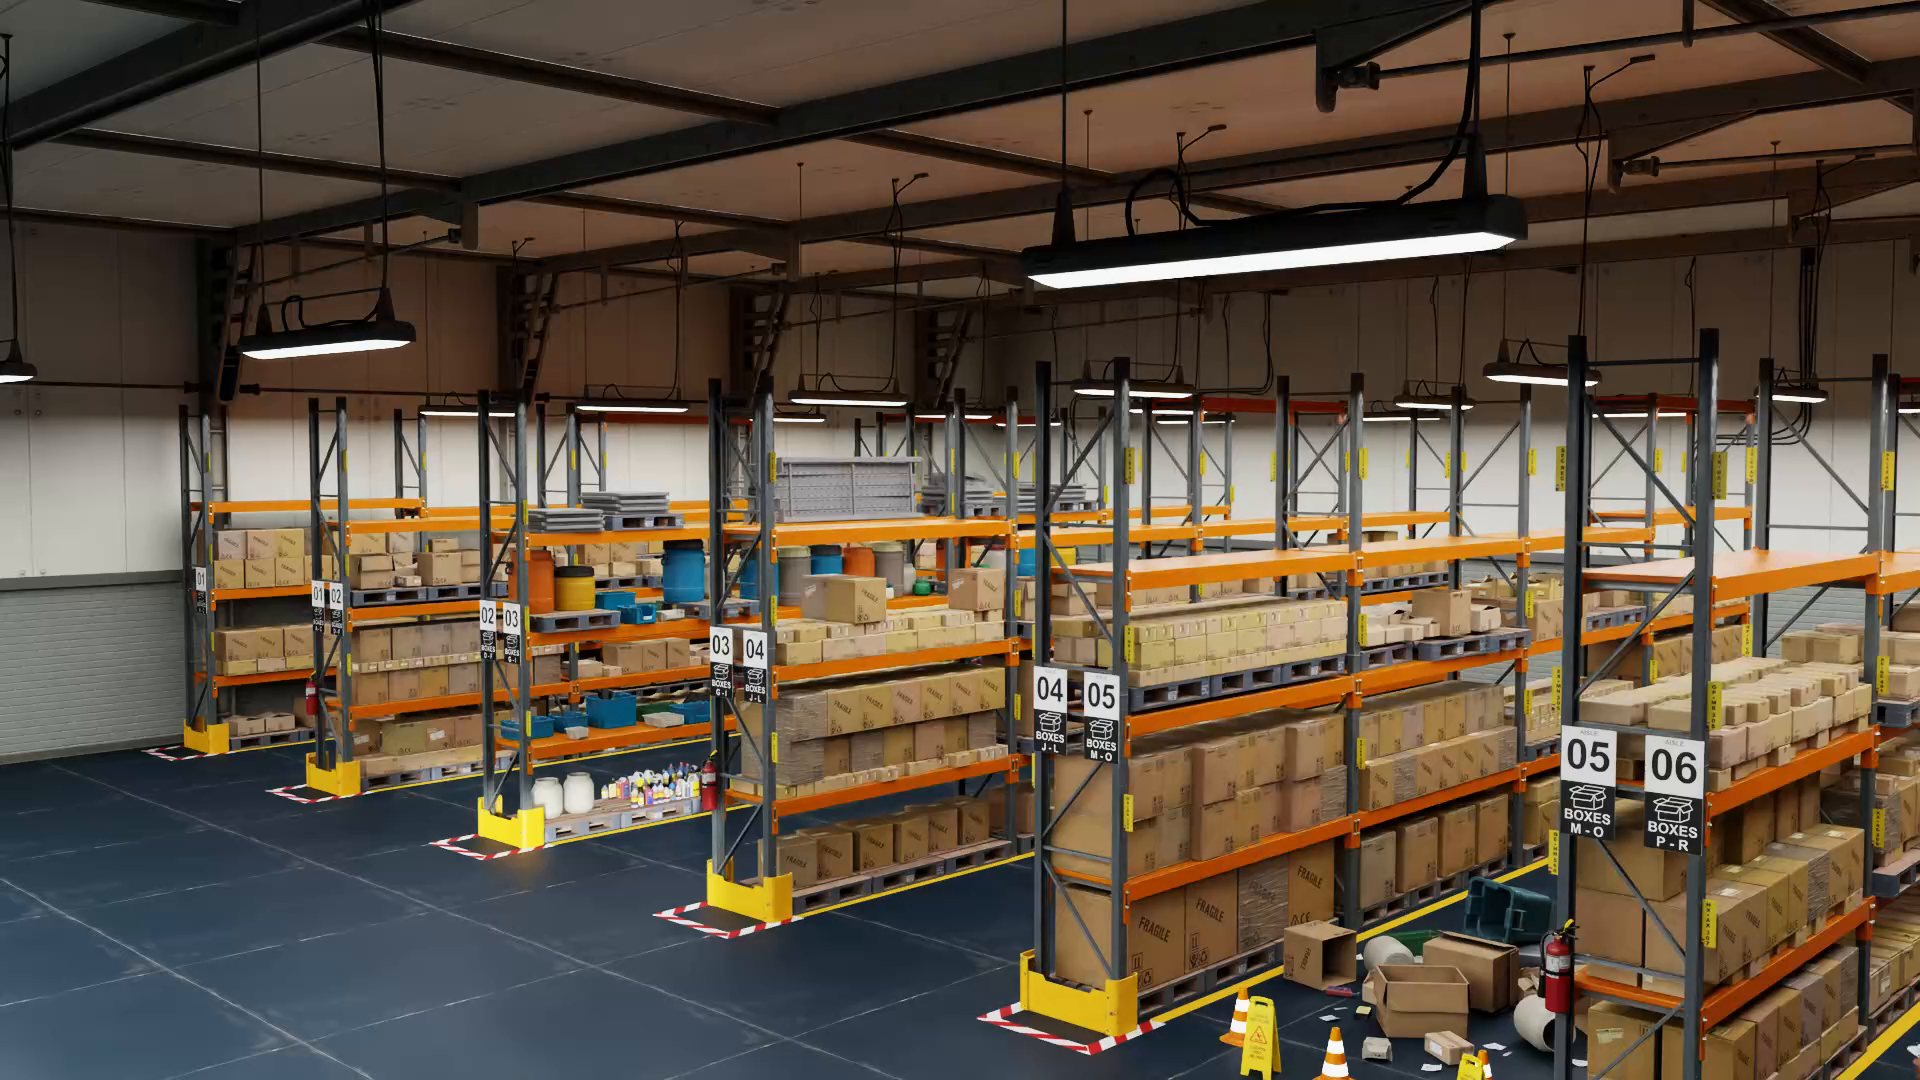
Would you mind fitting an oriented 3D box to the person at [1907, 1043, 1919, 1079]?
[{"bbox_3d":[5.565,3.761,9.608,0.454,1.789,0.616,1,3,23],"label":"person"}]
